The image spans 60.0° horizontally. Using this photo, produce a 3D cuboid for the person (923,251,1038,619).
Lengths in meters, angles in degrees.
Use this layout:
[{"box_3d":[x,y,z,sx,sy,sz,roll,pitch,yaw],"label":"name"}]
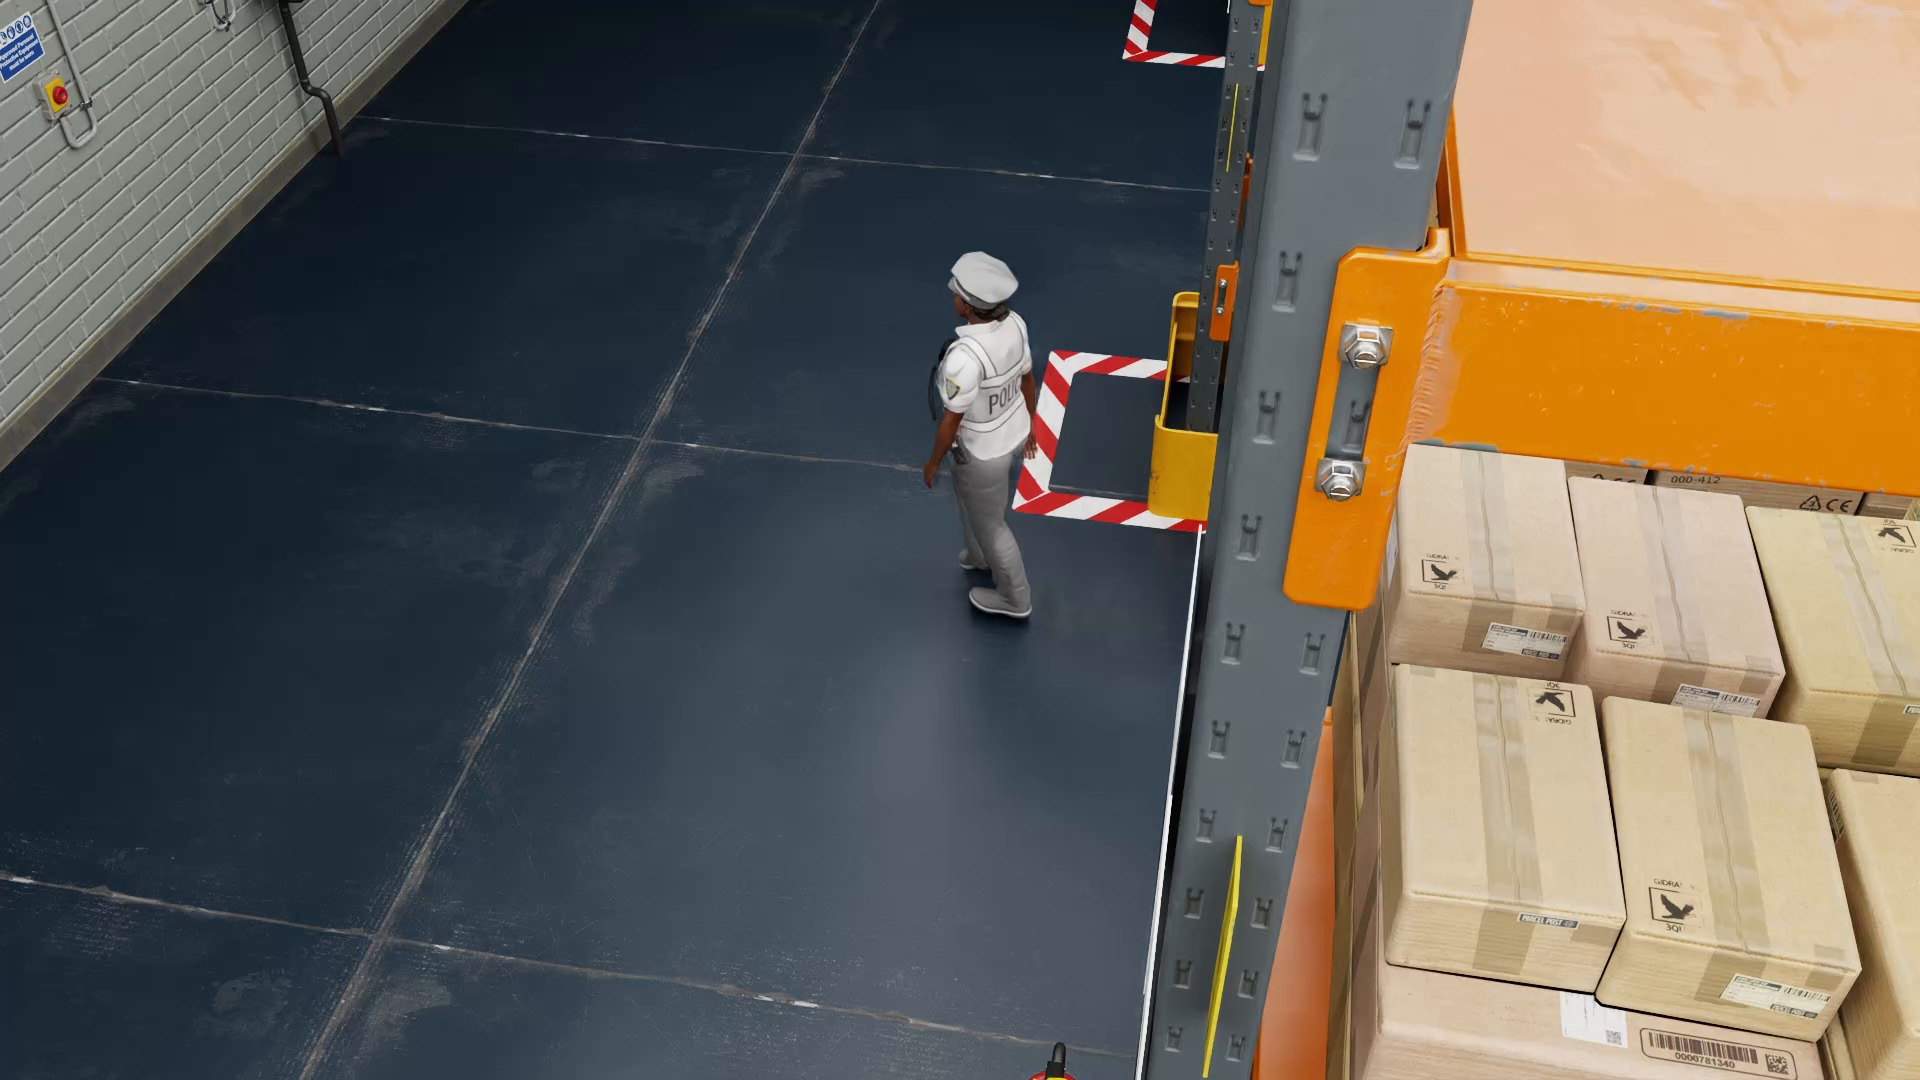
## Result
[{"box_3d":[0.101,-0.383,6.814,0.524,1.727,0.476,21,45,22],"label":"person"}]
